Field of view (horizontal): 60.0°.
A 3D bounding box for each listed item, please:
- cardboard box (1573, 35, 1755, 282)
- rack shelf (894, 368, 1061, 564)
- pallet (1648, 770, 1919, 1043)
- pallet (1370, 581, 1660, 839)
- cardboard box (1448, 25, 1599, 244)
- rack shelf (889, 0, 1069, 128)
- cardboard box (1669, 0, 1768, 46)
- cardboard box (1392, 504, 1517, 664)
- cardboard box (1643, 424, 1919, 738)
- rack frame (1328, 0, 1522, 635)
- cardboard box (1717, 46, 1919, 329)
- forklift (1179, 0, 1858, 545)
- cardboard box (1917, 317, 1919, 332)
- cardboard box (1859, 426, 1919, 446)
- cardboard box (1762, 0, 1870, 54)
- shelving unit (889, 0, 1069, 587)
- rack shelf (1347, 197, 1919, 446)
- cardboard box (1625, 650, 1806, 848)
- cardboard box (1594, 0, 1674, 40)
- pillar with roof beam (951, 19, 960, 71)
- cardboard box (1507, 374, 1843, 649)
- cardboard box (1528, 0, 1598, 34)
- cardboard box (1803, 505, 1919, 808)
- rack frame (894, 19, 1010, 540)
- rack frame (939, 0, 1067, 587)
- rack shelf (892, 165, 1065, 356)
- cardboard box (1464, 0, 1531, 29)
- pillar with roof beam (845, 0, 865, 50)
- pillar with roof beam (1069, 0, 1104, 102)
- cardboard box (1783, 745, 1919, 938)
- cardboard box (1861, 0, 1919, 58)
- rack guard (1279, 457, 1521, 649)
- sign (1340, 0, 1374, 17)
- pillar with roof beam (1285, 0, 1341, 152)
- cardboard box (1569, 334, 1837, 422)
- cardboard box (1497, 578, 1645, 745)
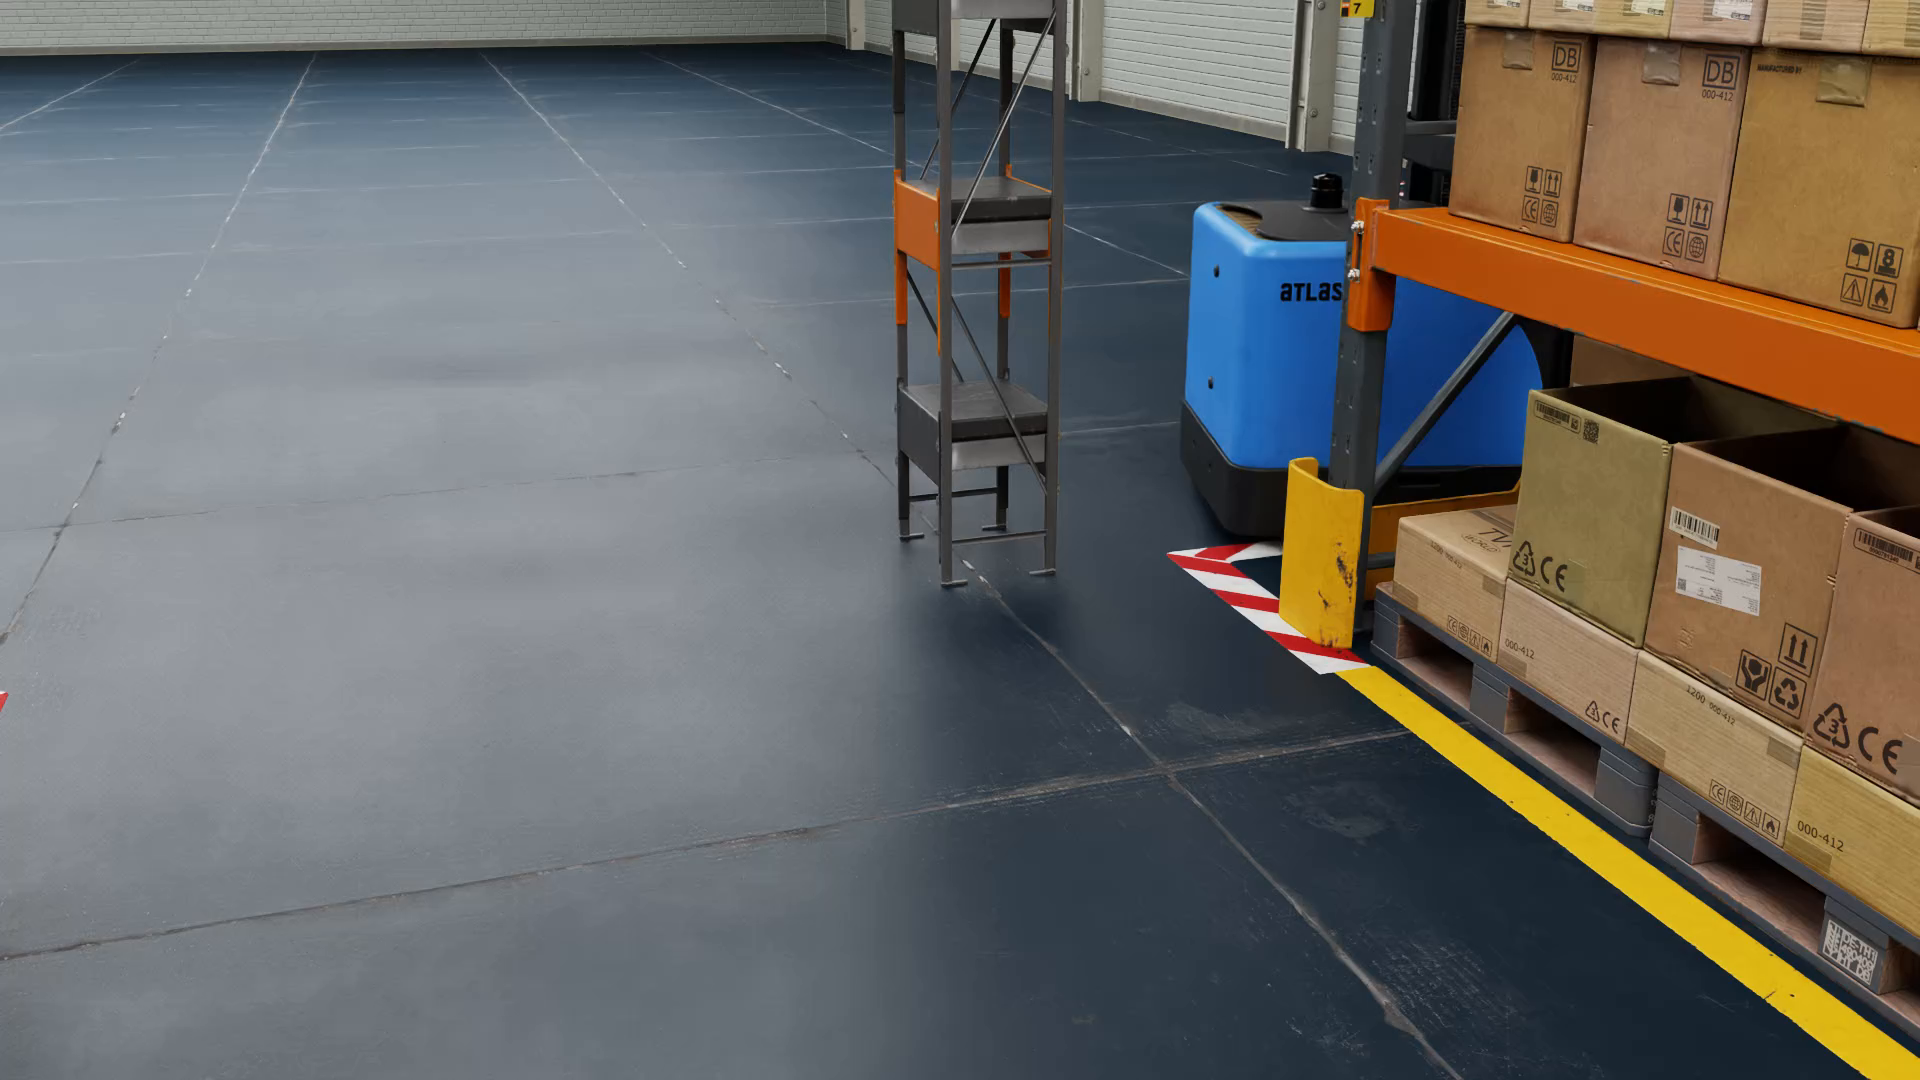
[{"bbox_3d":[1.911,-0.915,3.878,0.700,0.500,0.500,-6,21,-16],"label":"cardboard box"},{"bbox_3d":[0.052,-0.263,5.655,0.431,0.518,0.480,-6,21,-17],"label":"rack shelf"},{"bbox_3d":[2.266,0.757,3.496,1.003,0.211,1.213,-6,21,-17],"label":"pallet"},{"bbox_3d":[1.887,0.366,4.584,1.003,0.211,1.213,-6,21,-17],"label":"pallet"},{"bbox_3d":[1.741,-1.083,4.345,0.700,0.500,0.500,-6,21,-17],"label":"cardboard box"},{"bbox_3d":[0.052,-1.581,5.182,0.431,0.518,0.480,-6,21,-17],"label":"rack shelf"},{"bbox_3d":[1.765,-1.144,3.558,0.380,0.149,0.250,-7,21,-18],"label":"cardboard box"},{"bbox_3d":[1.564,0.105,4.632,0.500,0.250,0.500,-6,21,-17],"label":"cardboard box"},{"bbox_3d":[1.892,0.072,3.616,0.500,0.500,0.500,-6,21,-17],"label":"cardboard box"},{"bbox_3d":[1.607,-1.187,4.783,1.000,3.000,0.127,-6,21,-17],"label":"rack frame"},{"bbox_3d":[2.061,-0.755,3.432,0.700,0.500,0.500,-6,21,-17],"label":"cardboard box"},{"bbox_3d":[2.409,-1.529,5.838,3.031,2.935,1.130,-1,20,-3],"label":"forklift"},{"bbox_3d":[2.230,-0.586,2.963,0.700,0.500,0.500,-6,21,-16],"label":"cardboard box"},{"bbox_3d":[2.386,0.017,3.770,0.500,0.500,0.500,-6,21,-17],"label":"cardboard box"},{"bbox_3d":[1.852,-1.059,3.321,0.380,0.149,0.250,-7,21,-19],"label":"cardboard box"},{"bbox_3d":[0.052,-0.935,5.414,0.431,2.100,0.503,-6,21,-17],"label":"shelving unit"},{"bbox_3d":[2.235,-0.206,3.118,1.077,0.370,4.000,-6,21,-17],"label":"rack shelf"},{"bbox_3d":[1.881,0.426,3.740,0.500,0.250,0.500,-6,21,-17],"label":"cardboard box"},{"bbox_3d":[1.688,-1.226,3.784,0.380,0.149,0.250,-6,21,-17],"label":"cardboard box"},{"bbox_3d":[-4.281,-11.649,25.037,9.100,9.000,0.400,-6,21,-17],"label":"pillar with roof beam"},{"bbox_3d":[1.723,-0.087,4.059,0.500,0.500,0.500,-6,21,-17],"label":"cardboard box"},{"bbox_3d":[1.611,-1.306,4.007,0.380,0.149,0.250,-7,21,-19],"label":"cardboard box"},{"bbox_3d":[2.033,0.234,3.164,0.500,0.500,0.500,-6,21,-17],"label":"cardboard box"},{"bbox_3d":[-0.025,-1.013,5.632,0.400,2.100,0.015,-6,21,-17],"label":"rack frame"},{"bbox_3d":[0.129,-0.857,5.196,0.400,2.100,0.015,-6,21,-17],"label":"rack frame"},{"bbox_3d":[0.052,-0.922,5.418,0.431,0.518,0.480,-6,21,-17],"label":"rack shelf"},{"bbox_3d":[1.525,-1.390,4.242,0.380,0.149,0.250,-7,21,-18],"label":"cardboard box"},{"bbox_3d":[-6.167,-13.575,30.398,9.100,9.000,0.400,-6,21,-17],"label":"pillar with roof beam"},{"bbox_3d":[-2.395,-9.724,19.677,9.100,9.000,0.400,-6,21,-17],"label":"pillar with roof beam"},{"bbox_3d":[2.034,0.587,3.291,0.500,0.250,0.500,-6,21,-17],"label":"cardboard box"},{"bbox_3d":[1.932,-0.977,3.092,0.380,0.149,0.250,-7,21,-18],"label":"cardboard box"},{"bbox_3d":[1.599,-0.018,5.227,1.175,0.500,0.348,-6,21,-17],"label":"rack guard"},{"bbox_3d":[1.078,-1.574,4.465,0.100,0.325,0.005,-6,21,-17],"label":"sign"},{"bbox_3d":[-0.509,-7.798,14.316,9.100,9.000,0.400,-6,21,-17],"label":"pillar with roof beam"},{"bbox_3d":[2.058,-0.303,4.659,0.500,0.500,0.500,-6,21,-17],"label":"cardboard box"},{"bbox_3d":[1.725,0.265,4.186,0.500,0.250,0.500,-6,21,-17],"label":"cardboard box"}]
